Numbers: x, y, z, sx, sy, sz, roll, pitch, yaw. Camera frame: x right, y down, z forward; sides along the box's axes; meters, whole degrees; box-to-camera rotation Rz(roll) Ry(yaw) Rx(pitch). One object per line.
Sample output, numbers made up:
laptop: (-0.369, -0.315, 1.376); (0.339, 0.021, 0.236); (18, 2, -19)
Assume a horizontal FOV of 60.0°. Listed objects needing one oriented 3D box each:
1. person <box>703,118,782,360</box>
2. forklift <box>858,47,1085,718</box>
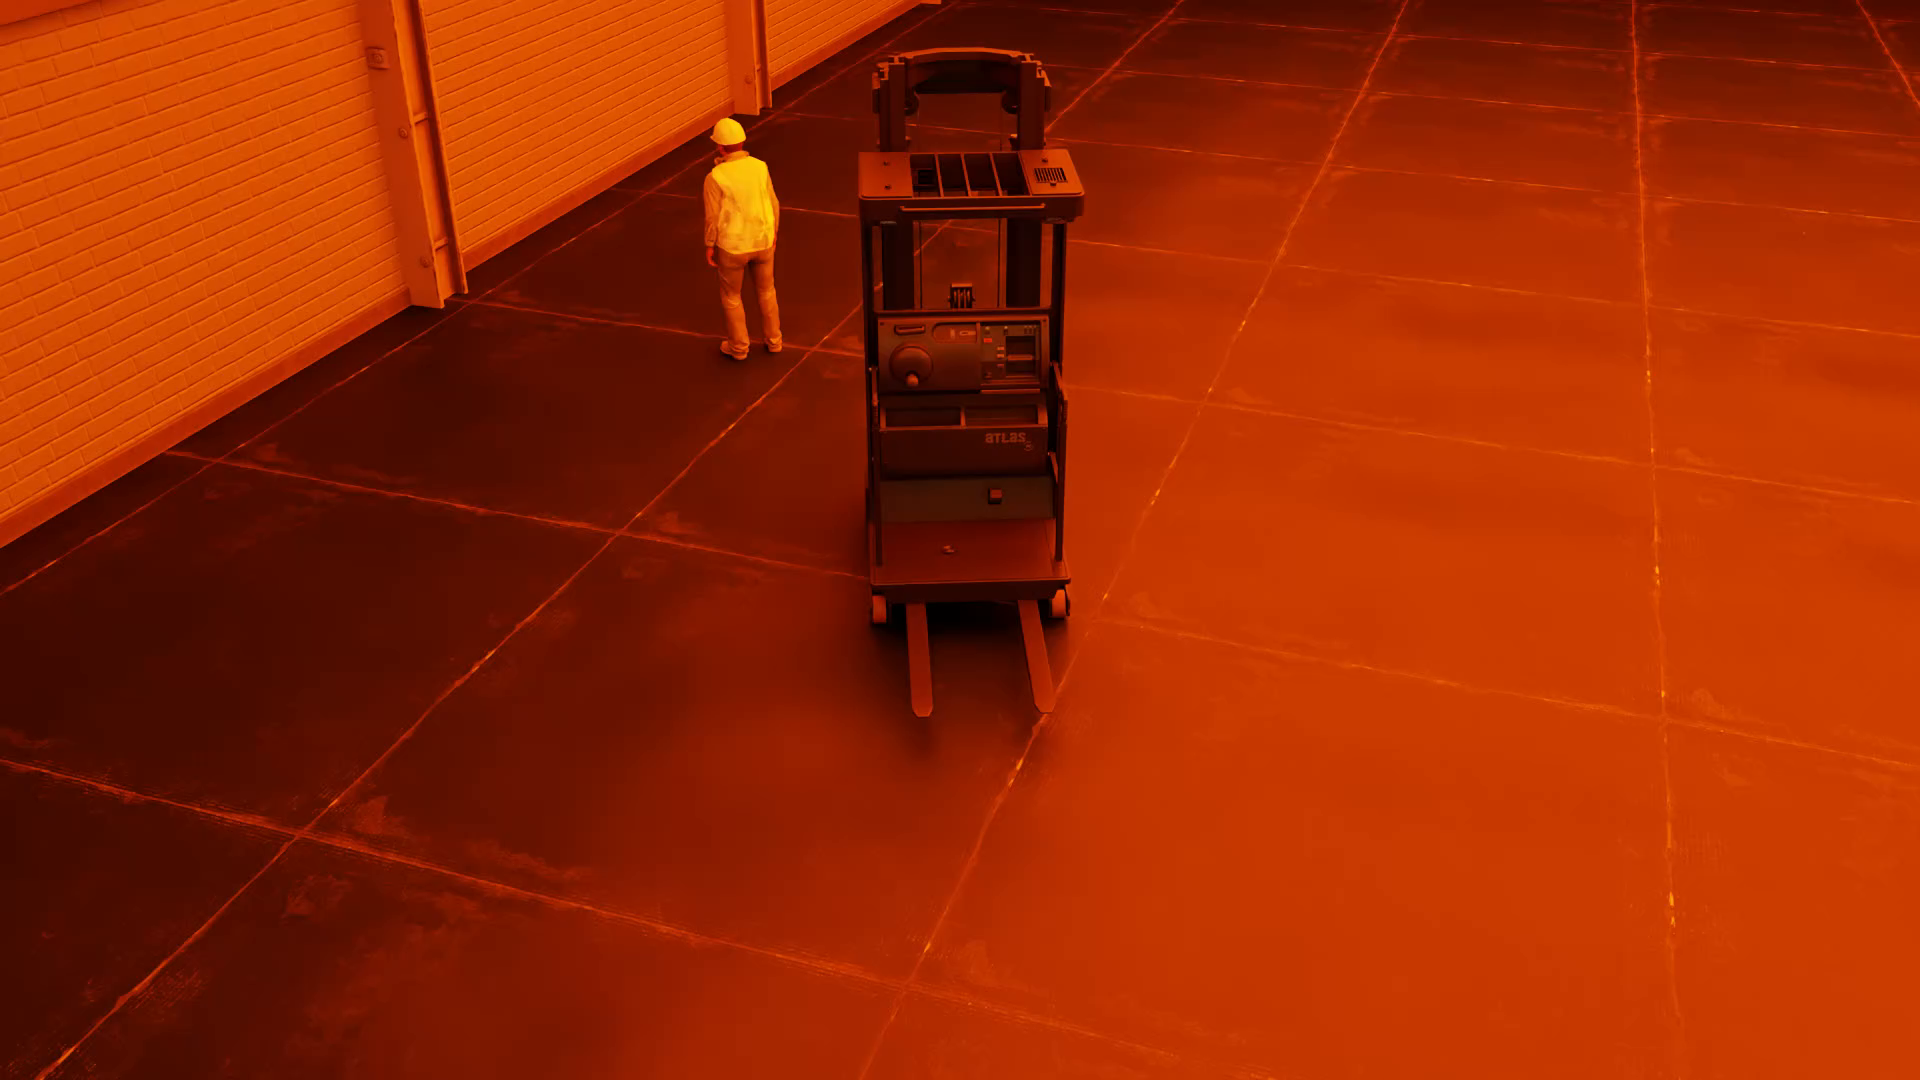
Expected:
person: (-1.585, -2.189, 12.149); (0.582, 1.771, 0.465); (-16, 34, -26)
forklift: (0.035, -0.972, 8.842); (1.130, 2.935, 3.031); (-2, 30, -3)
